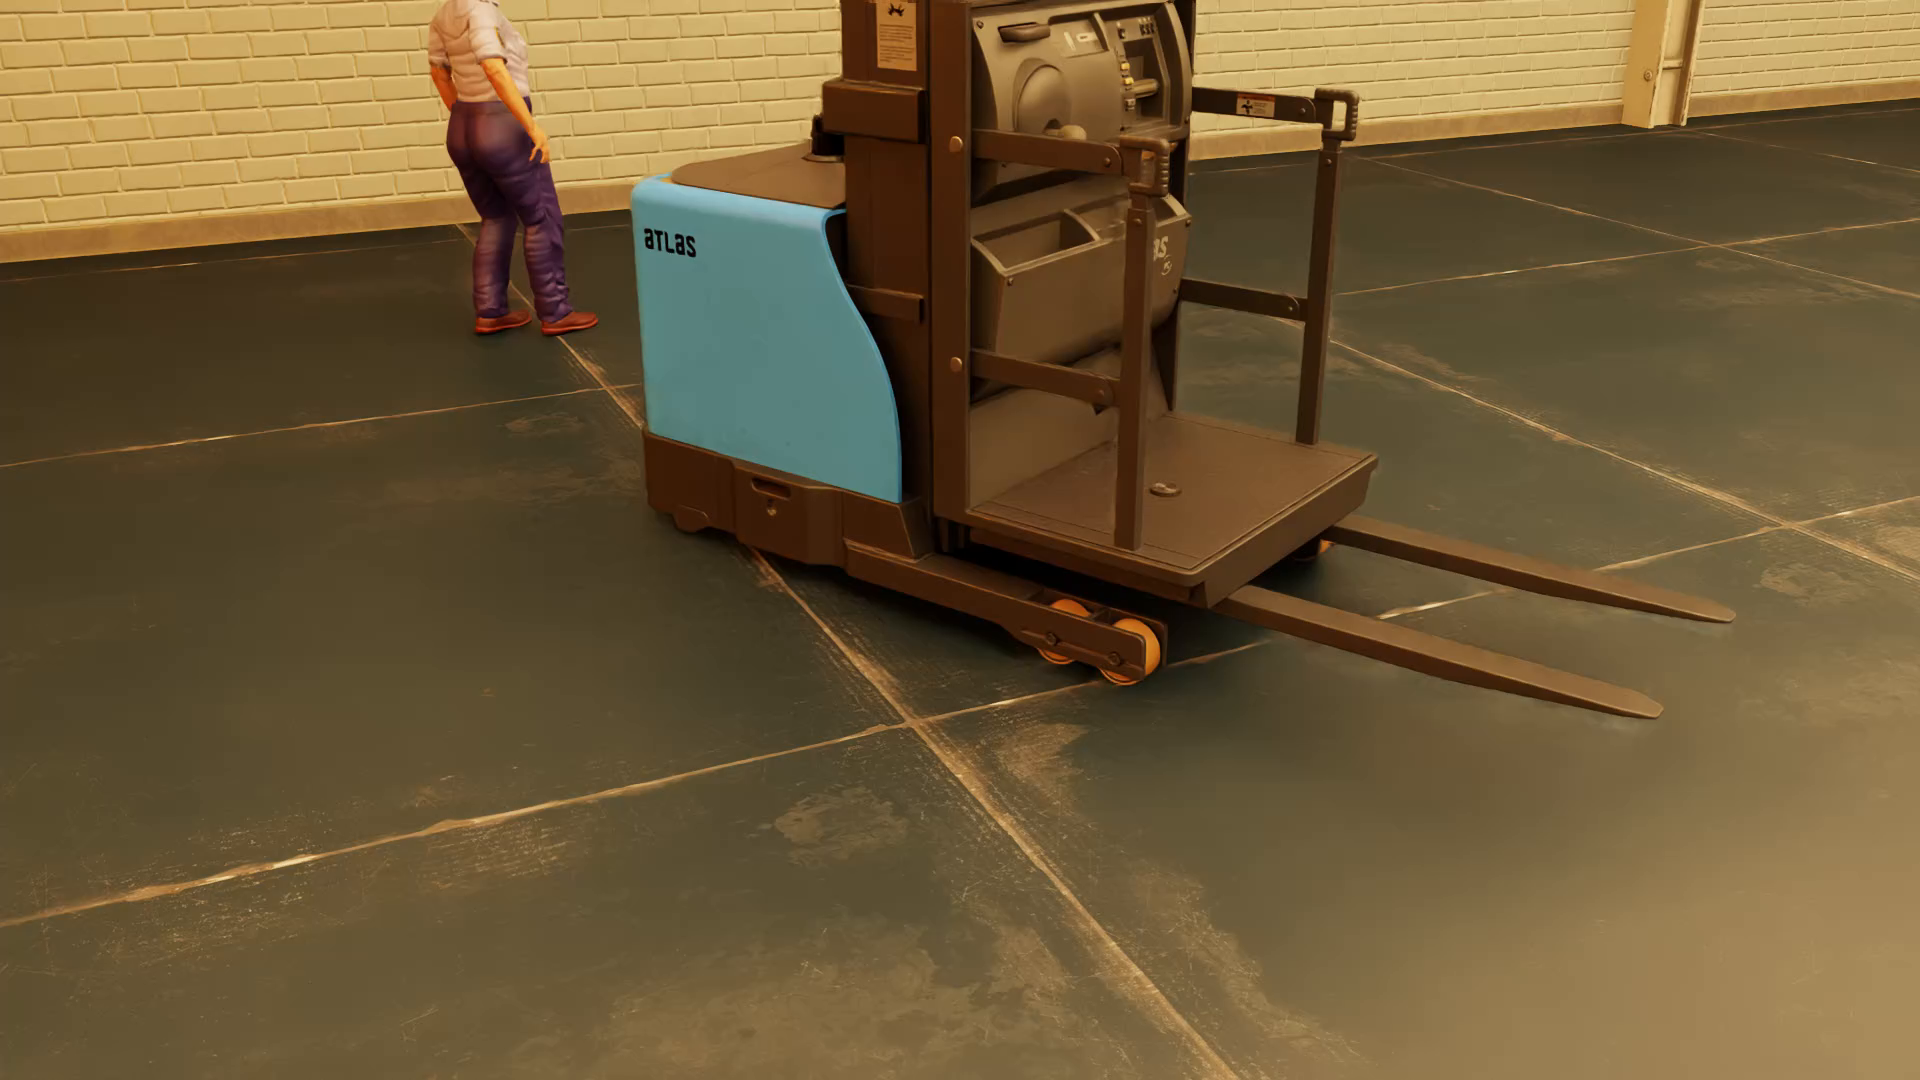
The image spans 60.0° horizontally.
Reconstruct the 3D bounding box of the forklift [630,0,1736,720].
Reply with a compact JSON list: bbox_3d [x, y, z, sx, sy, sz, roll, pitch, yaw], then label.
[{"bbox_3d":[0.502,-1.215,4.211,3.031,2.935,1.130,16,28,34],"label":"forklift"}]

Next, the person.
[{"bbox_3d":[-1.911,-1.698,7.073,0.664,1.632,0.491,19,29,38],"label":"person"}]
